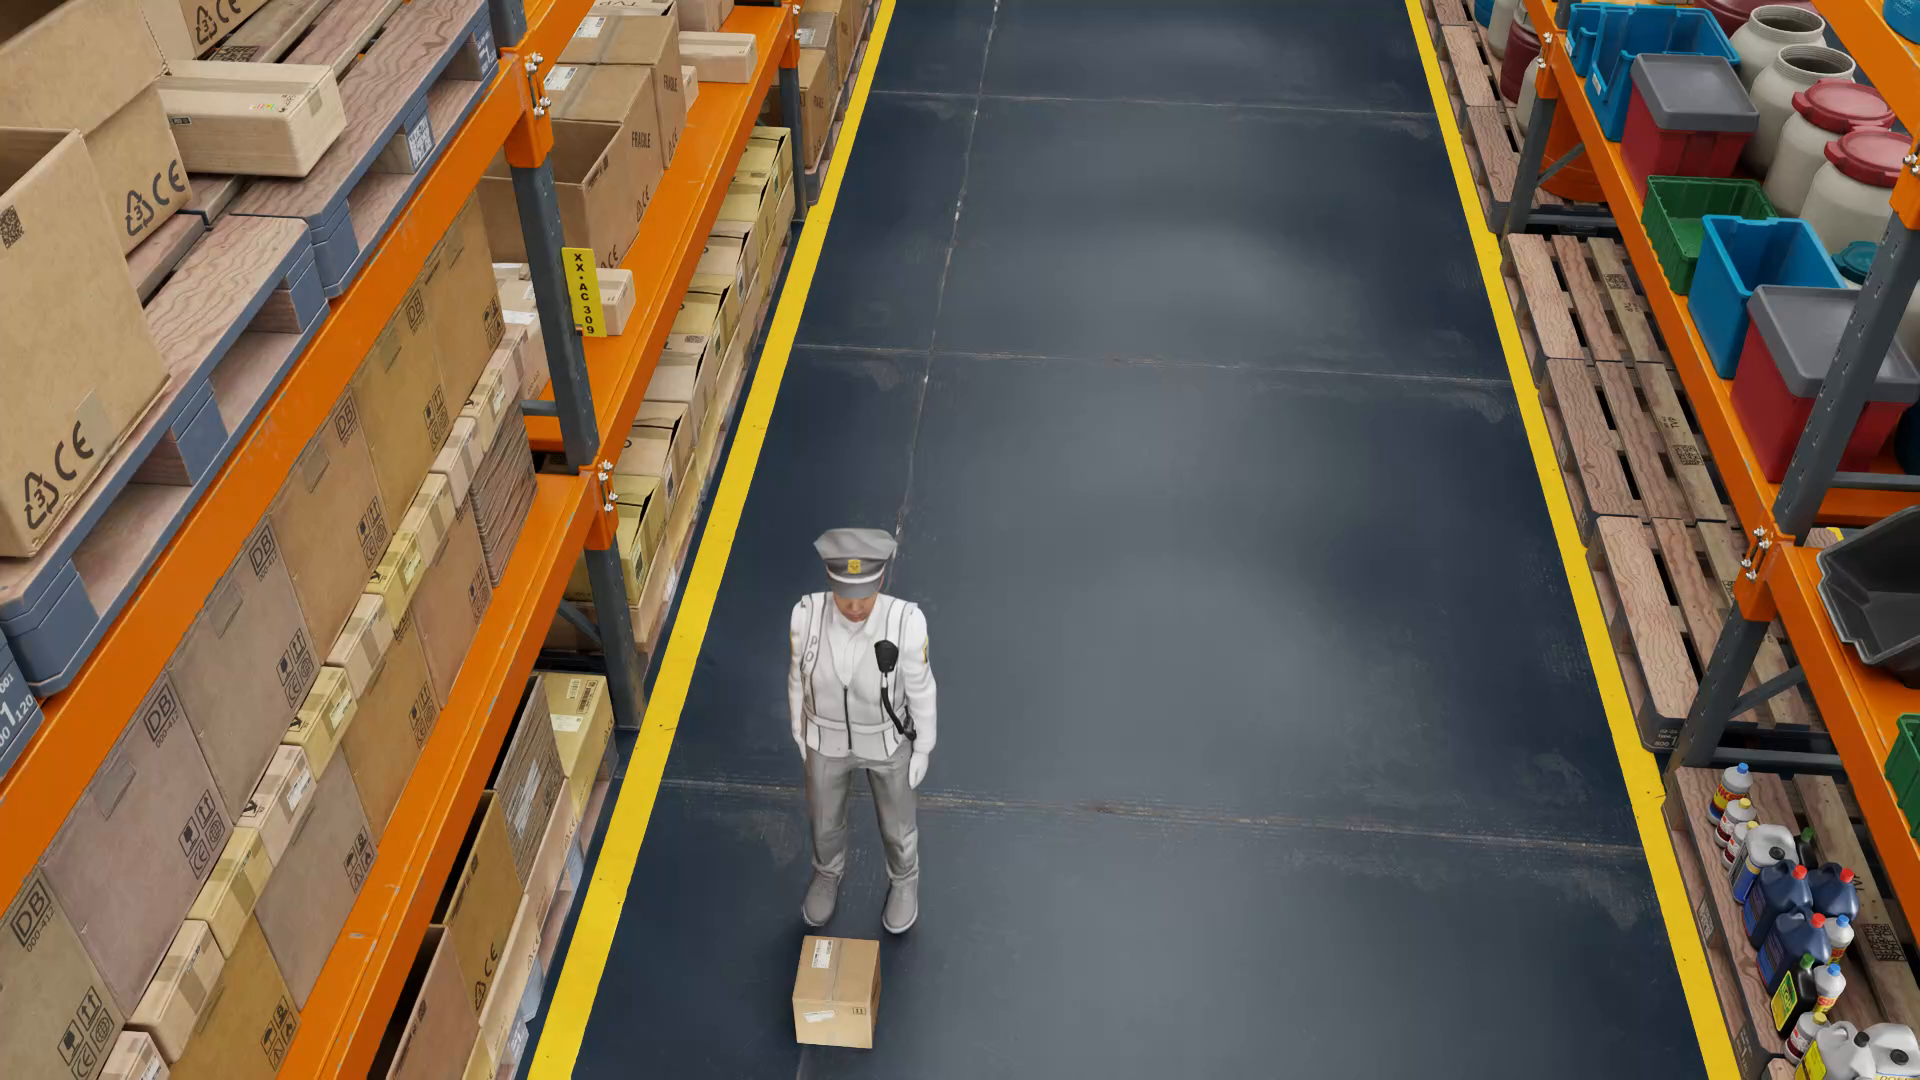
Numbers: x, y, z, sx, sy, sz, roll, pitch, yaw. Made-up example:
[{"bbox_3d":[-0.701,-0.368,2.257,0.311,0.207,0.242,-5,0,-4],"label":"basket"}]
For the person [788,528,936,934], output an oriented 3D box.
[{"bbox_3d":[-0.315,0.652,5.391,0.477,1.692,0.339,4,40,5],"label":"person"}]
